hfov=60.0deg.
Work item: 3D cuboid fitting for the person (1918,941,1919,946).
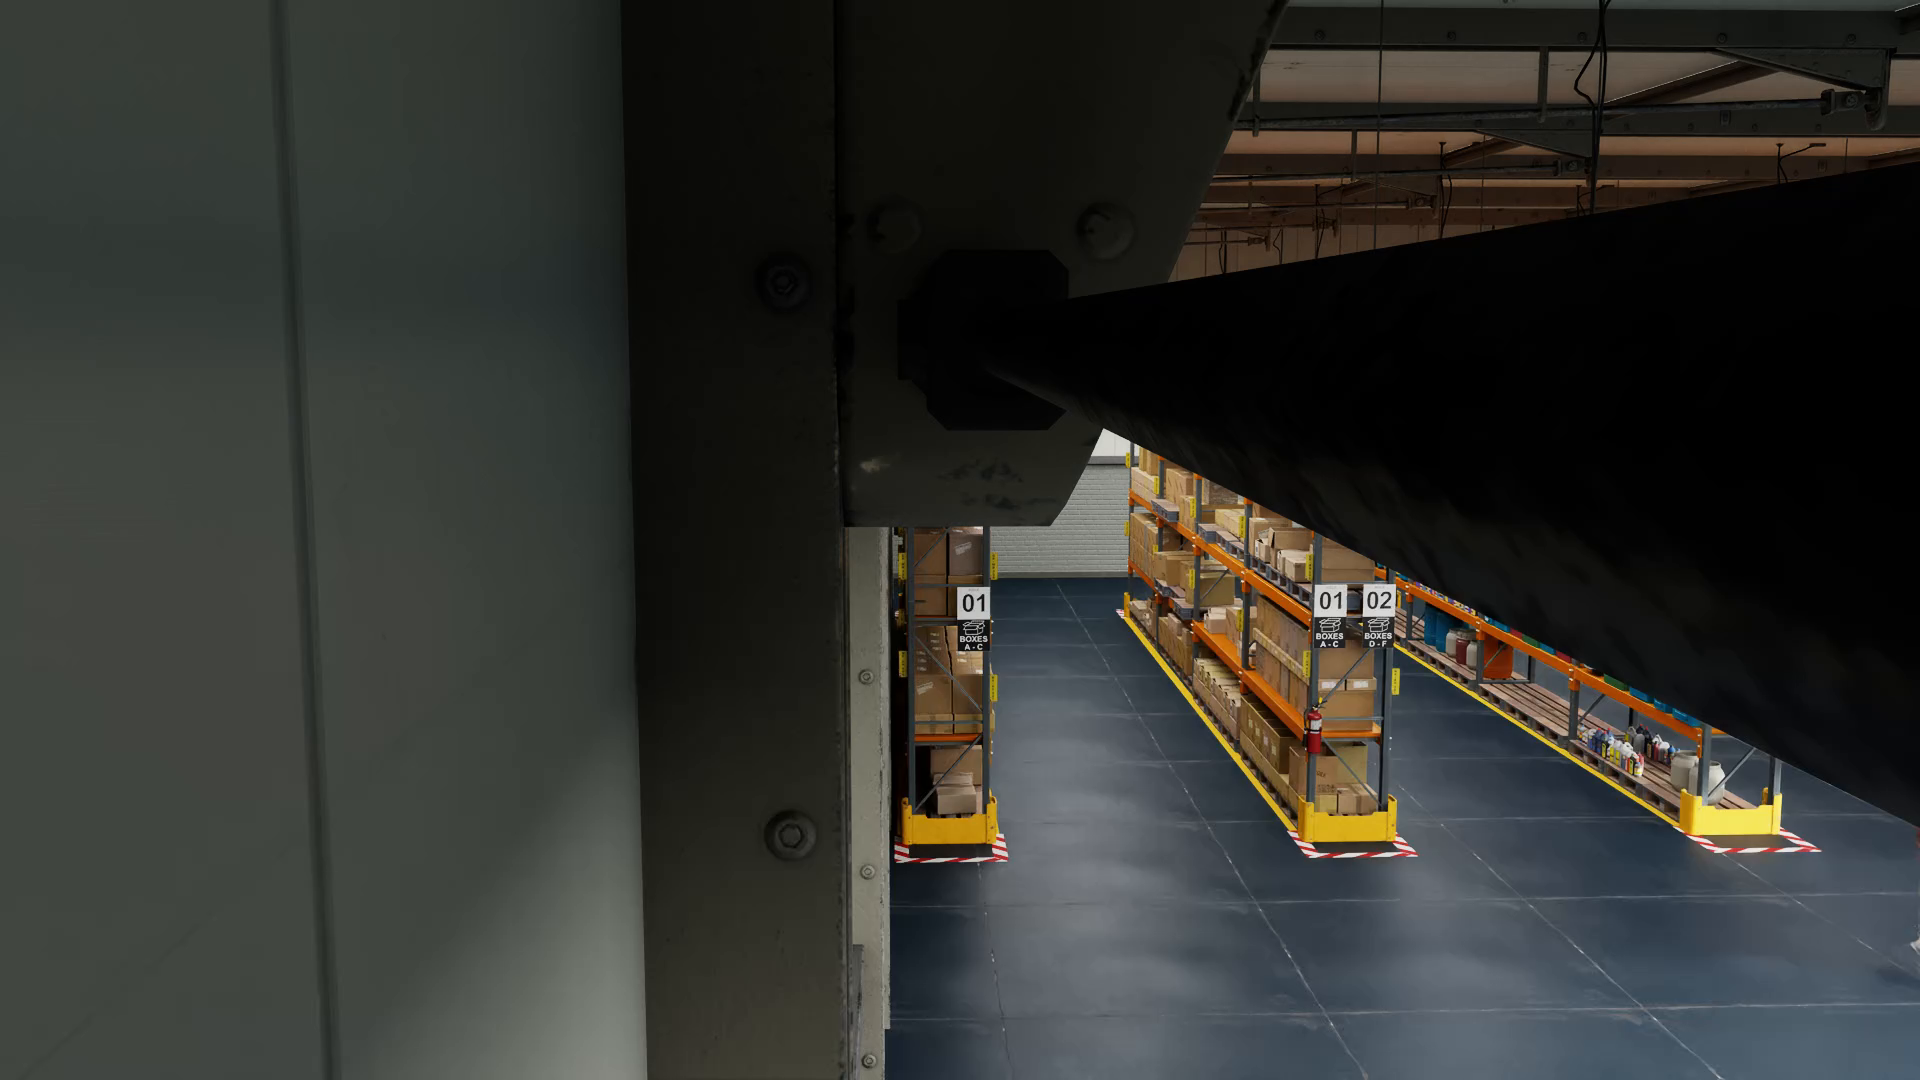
[{"bbox_3d":[9.824,3.442,16.033,0.992,1.693,0.678,3,8,22],"label":"person"}]
